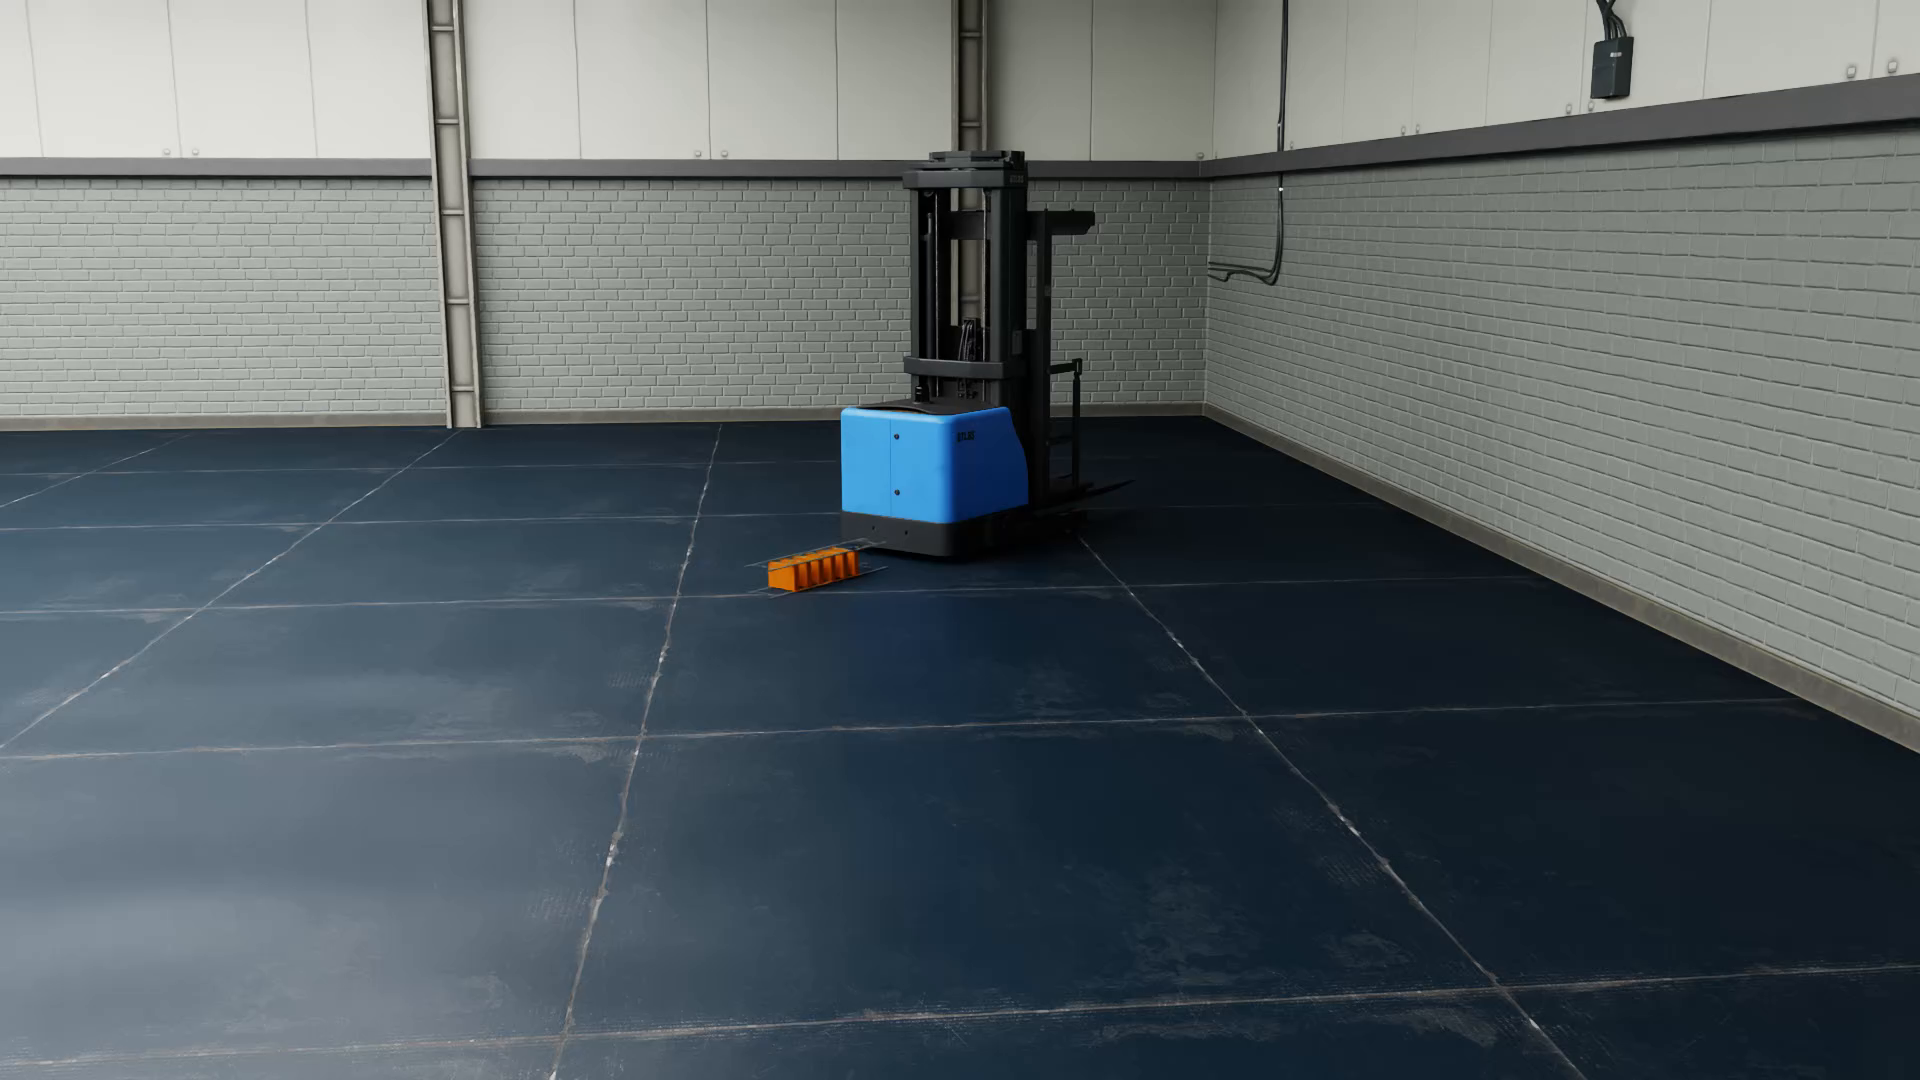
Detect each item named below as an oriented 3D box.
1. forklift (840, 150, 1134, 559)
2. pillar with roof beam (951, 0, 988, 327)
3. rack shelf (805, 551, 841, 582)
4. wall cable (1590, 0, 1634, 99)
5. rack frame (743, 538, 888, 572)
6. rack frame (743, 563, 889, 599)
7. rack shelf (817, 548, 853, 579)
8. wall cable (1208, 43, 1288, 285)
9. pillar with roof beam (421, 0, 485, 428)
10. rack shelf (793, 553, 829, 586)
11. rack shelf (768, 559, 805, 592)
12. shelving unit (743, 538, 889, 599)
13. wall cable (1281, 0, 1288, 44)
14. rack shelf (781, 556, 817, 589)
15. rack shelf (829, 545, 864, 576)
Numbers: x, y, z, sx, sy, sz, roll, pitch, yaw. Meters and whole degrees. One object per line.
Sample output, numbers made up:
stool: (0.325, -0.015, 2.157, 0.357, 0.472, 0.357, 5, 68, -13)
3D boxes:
forklift: (0.363, -1.538, 13.091, 1.130, 2.935, 3.031, 8, 14, 34)
pillar with roof beam: (0.573, -5.065, 15.303, 0.400, 9.000, 9.100, -1, 11, -6)
rack shelf: (-0.945, 0.179, 11.446, 0.258, 0.180, 0.103, 9, 14, 37)
wall cable: (4.189, -5.546, 8.934, 0.169, 6.003, 2.305, -1, 11, -6)
rack frame: (-0.972, 0.097, 11.393, 0.240, 0.006, 1.200, 9, 14, 37)
rack frame: (-0.972, 0.276, 11.430, 0.240, 0.006, 1.200, 9, 14, 37)
rack shelf: (-0.870, 0.161, 11.538, 0.258, 0.180, 0.103, 9, 14, 37)
wall cable: (3.180, -4.175, 18.824, 0.112, 2.526, 3.097, -1, 11, -6)
pillar with roof beam: (-5.392, -4.940, 14.667, 0.400, 9.000, 9.100, -1, 11, -6)
rack shelf: (-1.019, 0.198, 11.353, 0.258, 0.180, 0.103, 9, 14, 37)
rack shelf: (-1.168, 0.236, 11.169, 0.258, 0.180, 0.103, 9, 14, 37)
shelving unit: (-0.972, 0.186, 11.411, 0.258, 0.189, 1.200, 9, 14, 37)
wall cable: (3.472, -6.134, 15.698, 0.112, 2.526, 3.097, -1, 11, -6)
rack shelf: (-1.093, 0.217, 11.261, 0.258, 0.180, 0.103, 9, 14, 37)
rack shelf: (-0.796, 0.142, 11.630, 0.258, 0.180, 0.103, 9, 14, 37)
